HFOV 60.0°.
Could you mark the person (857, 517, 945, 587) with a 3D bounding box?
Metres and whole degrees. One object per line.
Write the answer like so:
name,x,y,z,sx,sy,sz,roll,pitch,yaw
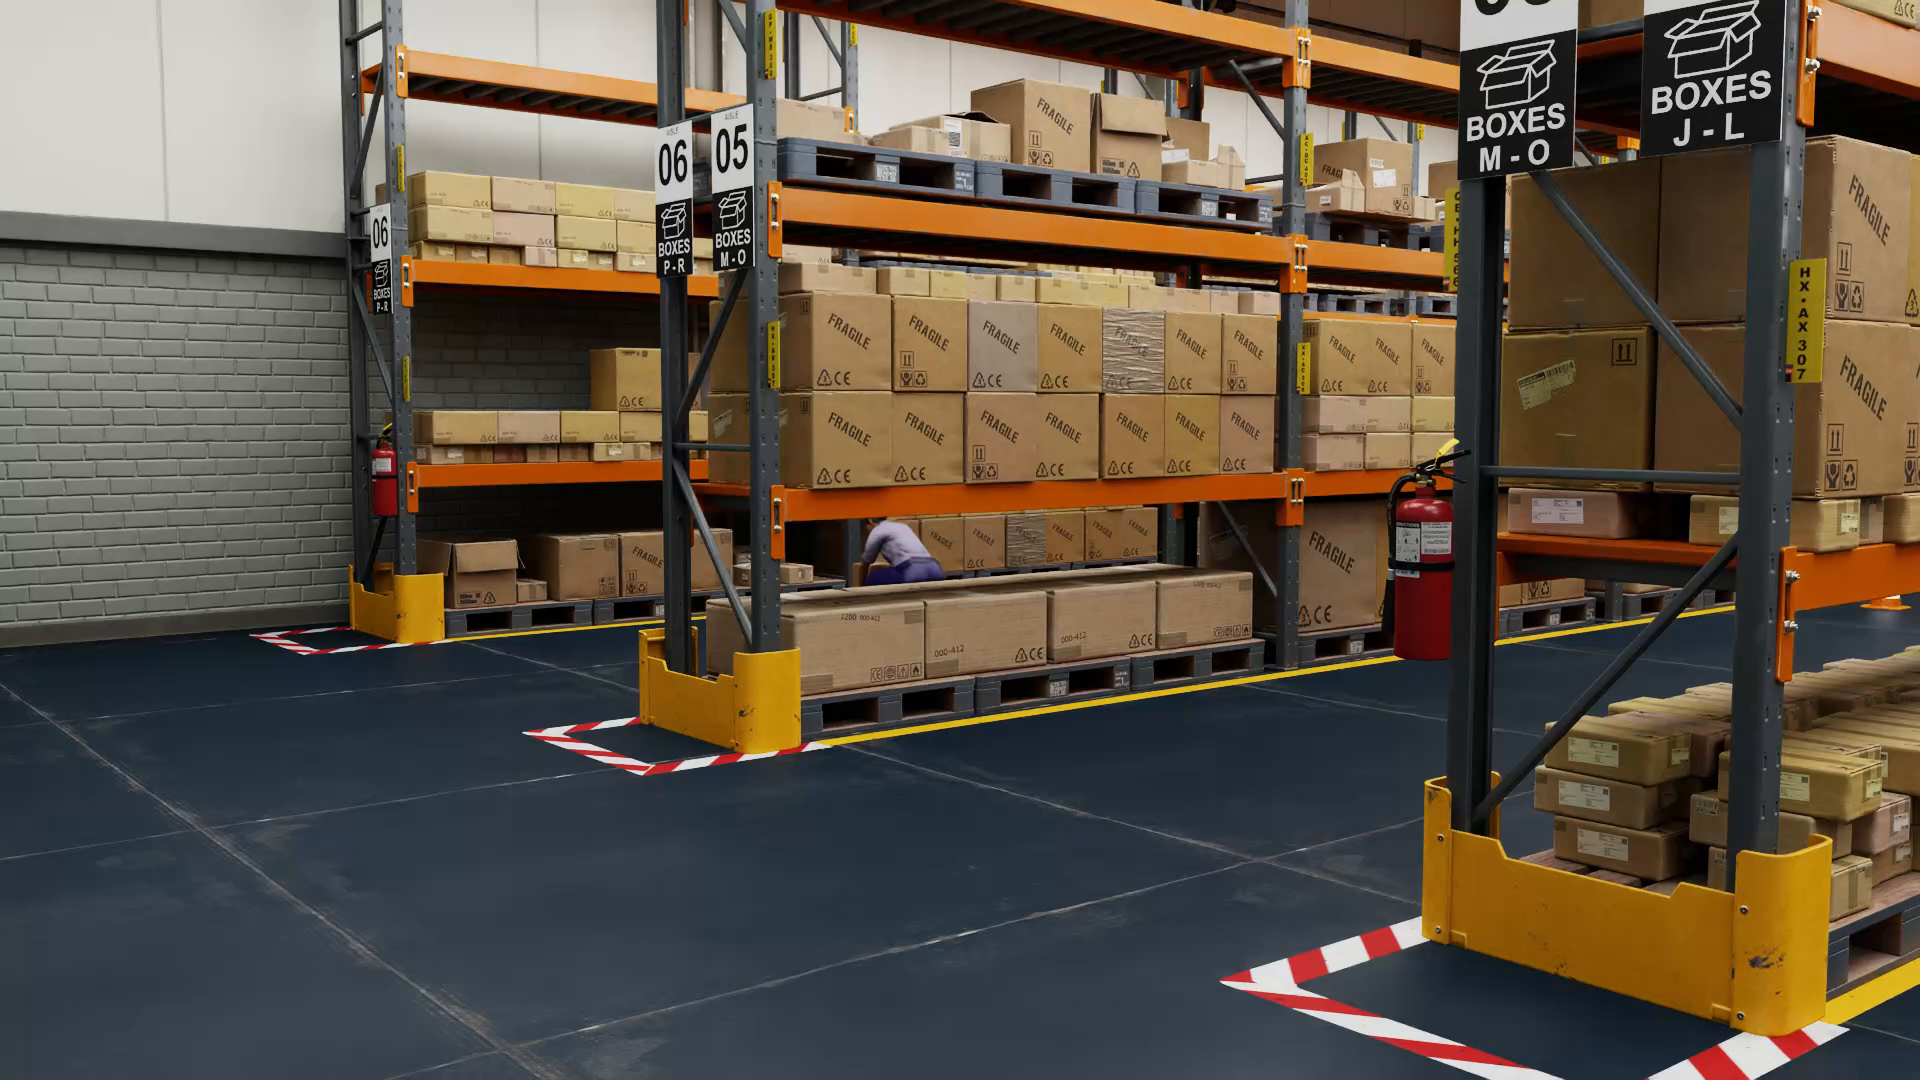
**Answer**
person,-0.507,0.211,13.410,0.520,0.924,0.831,-4,6,-39
